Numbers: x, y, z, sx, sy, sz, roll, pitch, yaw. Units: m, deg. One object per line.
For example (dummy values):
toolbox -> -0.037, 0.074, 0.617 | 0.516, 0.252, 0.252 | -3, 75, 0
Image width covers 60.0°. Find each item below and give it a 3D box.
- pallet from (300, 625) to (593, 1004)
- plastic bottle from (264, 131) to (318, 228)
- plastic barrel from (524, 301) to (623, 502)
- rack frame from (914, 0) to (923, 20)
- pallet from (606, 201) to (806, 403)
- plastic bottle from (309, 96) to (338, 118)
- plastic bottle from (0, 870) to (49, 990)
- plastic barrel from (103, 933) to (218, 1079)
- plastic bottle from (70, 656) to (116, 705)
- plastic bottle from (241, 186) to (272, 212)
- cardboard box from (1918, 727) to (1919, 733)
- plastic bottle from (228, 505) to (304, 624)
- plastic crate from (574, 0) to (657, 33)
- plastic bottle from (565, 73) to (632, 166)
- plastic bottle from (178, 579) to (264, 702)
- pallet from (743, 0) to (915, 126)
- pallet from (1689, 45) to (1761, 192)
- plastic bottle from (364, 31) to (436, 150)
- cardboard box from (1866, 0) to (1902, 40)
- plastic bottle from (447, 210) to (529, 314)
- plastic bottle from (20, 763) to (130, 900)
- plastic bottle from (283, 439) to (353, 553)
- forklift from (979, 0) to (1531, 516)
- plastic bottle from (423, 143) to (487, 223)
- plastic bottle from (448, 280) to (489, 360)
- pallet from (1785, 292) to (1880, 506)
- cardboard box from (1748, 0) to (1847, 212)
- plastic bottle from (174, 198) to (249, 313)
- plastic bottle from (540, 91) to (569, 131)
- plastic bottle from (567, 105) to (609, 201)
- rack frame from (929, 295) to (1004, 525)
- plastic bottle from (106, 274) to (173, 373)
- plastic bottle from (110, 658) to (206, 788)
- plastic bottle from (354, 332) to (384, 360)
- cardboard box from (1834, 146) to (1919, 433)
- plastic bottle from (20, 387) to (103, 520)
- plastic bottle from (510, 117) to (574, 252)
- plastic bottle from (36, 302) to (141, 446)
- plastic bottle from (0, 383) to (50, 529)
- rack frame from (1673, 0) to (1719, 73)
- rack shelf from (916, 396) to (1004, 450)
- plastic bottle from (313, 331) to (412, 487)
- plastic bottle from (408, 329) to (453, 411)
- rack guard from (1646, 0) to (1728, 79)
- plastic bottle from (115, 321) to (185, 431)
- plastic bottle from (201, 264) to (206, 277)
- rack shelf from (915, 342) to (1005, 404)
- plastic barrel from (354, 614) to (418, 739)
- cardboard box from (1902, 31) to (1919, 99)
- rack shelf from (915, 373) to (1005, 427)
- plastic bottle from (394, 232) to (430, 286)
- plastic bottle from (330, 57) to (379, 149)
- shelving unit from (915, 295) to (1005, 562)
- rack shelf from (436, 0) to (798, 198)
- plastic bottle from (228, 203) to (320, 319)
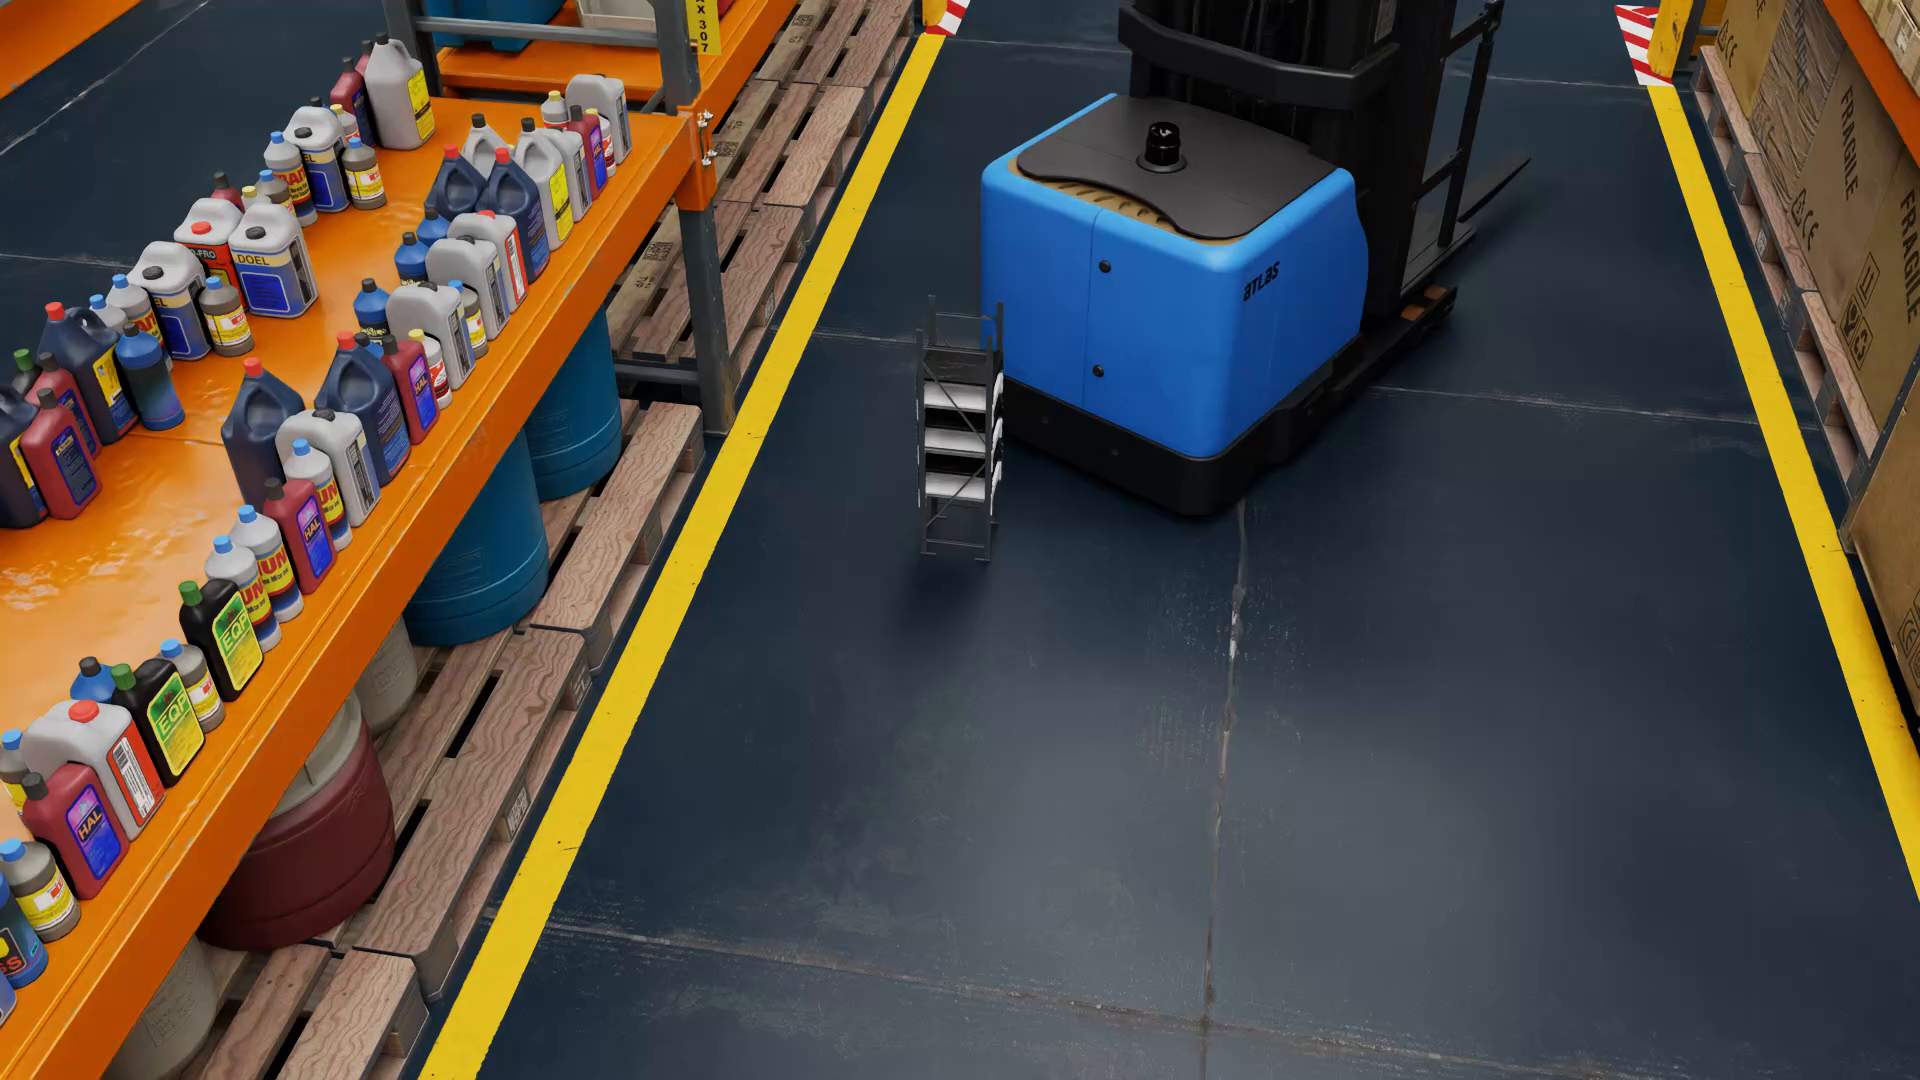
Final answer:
pallet -> -1.734, 0.691, 4.749 | 1.003, 0.211, 1.213 | 6, 40, 8
plastic bottle -> -1.917, -1.034, 4.748 | 0.097, 0.271, 0.097 | 0, 40, 0
plastic barrel -> -1.462, -0.645, 5.493 | 0.600, 0.901, 0.708 | 6, 40, 8
rack frame -> -0.659, -4.142, 8.406 | 1.000, 3.000, 0.127 | 6, 40, 8
pallet -> -1.262, -1.023, 6.821 | 1.003, 0.211, 1.213 | 6, 40, 8
plastic bottle -> -1.877, -1.180, 4.924 | 0.097, 0.271, 0.097 | 0, 40, 0
plastic bottle -> -1.603, 0.623, 2.744 | 0.097, 0.271, 0.097 | 0, 40, 0
plastic barrel -> -1.966, 1.003, 3.806 | 0.421, 0.512, 0.421 | 0, 40, 0
plastic bottle -> -1.583, 0.326, 3.103 | 0.097, 0.271, 0.097 | 0, 40, 0
plastic bottle -> -1.950, -0.885, 4.622 | 0.097, 0.201, 0.097 | 0, 40, 0
cardboard box -> 3.282, 0.536, 4.085 | 1.225, 0.875, 0.875 | 5, 40, 6
plastic bottle -> -1.443, 0.043, 3.445 | 0.097, 0.271, 0.097 | 0, 40, 0
plastic crate -> -1.130, -1.829, 5.768 | 0.396, 0.136, 0.243 | 6, 40, 8
plastic bottle -> -1.101, -1.301, 5.067 | 0.152, 0.276, 0.135 | 6, 40, 8
plastic bottle -> -1.462, 0.174, 3.278 | 0.061, 0.283, 0.133 | 6, 40, 8
pallet -> -0.840, -2.554, 8.673 | 1.003, 0.211, 1.213 | 6, 40, 8
pallet -> 4.158, -2.011, 8.016 | 1.003, 0.211, 1.213 | 6, 40, 8
plastic bottle -> -1.738, -1.402, 5.130 | 0.144, 0.351, 0.185 | 6, 40, 8
cardboard box -> 3.435, -1.862, 5.845 | 0.380, 0.149, 0.250 | 7, 40, 9
plastic bottle -> -1.251, -0.755, 4.406 | 0.152, 0.276, 0.135 | 6, 40, 8
plastic bottle -> -1.548, 0.487, 2.899 | 0.061, 0.283, 0.133 | 6, 40, 8
plastic bottle -> -1.403, -0.102, 3.620 | 0.097, 0.271, 0.097 | 0, 40, 0
forklift -> 1.372, -2.090, 5.977 | 1.130, 2.935, 3.031 | 27, 47, 29
plastic bottle -> -1.362, -0.900, 4.523 | 0.144, 0.351, 0.185 | 6, 40, 8
plastic bottle -> -1.268, -0.566, 4.236 | 0.097, 0.201, 0.097 | 0, 40, 0
pallet -> 3.736, -0.479, 6.164 | 1.003, 0.211, 1.213 | 6, 40, 8
cardboard box -> 4.030, -1.957, 7.101 | 0.875, 0.875, 0.875 | 6, 40, 8
plastic bottle -> -1.967, -0.754, 4.405 | 0.152, 0.276, 0.135 | 6, 40, 8
plastic bottle -> -1.227, -1.274, 5.093 | 0.097, 0.201, 0.097 | 0, 40, 0
plastic bottle -> -1.096, -1.153, 4.883 | 0.061, 0.283, 0.133 | 6, 40, 8
rack frame -> 0.019, -0.416, 5.547 | 0.240, 0.900, 0.006 | 6, 40, 8
plastic bottle -> -2.054, -0.537, 4.147 | 0.097, 0.271, 0.097 | 0, 40, 0
plastic bottle -> -1.502, 0.318, 3.102 | 0.061, 0.283, 0.133 | 6, 40, 8
plastic bottle -> -1.391, -0.370, 3.945 | 0.097, 0.271, 0.097 | 0, 40, 0
cardboard box -> 3.720, -0.834, 5.742 | 0.875, 0.875, 0.875 | 6, 40, 8
plastic bottle -> -2.022, -0.195, 3.723 | 0.061, 0.283, 0.133 | 6, 40, 8
plastic bottle -> -1.188, -1.000, 4.644 | 0.144, 0.351, 0.185 | 6, 40, 8
plastic bottle -> -2.072, -0.415, 3.937 | 0.144, 0.351, 0.185 | 6, 40, 8
plastic bottle -> -2.127, -0.216, 3.696 | 0.144, 0.351, 0.185 | 6, 40, 8
rack frame -> 4.219, -3.596, 7.745 | 1.000, 3.000, 0.127 | 6, 40, 8
rack shelf -> 0.001, -0.396, 5.433 | 0.258, 0.077, 0.200 | 6, 40, 8
plastic bottle -> -1.378, -0.308, 3.808 | 0.144, 0.351, 0.185 | 6, 40, 8
plastic bottle -> -1.308, -0.420, 4.060 | 0.097, 0.201, 0.097 | 0, 40, 0
rack guard -> 4.224, -2.647, 8.560 | 1.175, 0.500, 0.348 | 6, 40, 8
plastic bottle -> -1.945, -0.399, 3.980 | 0.097, 0.271, 0.097 | 0, 40, 0
plastic bottle -> -2.014, -0.656, 4.345 | 0.097, 0.201, 0.097 | 0, 40, 0
rack shelf -> 0.001, -0.534, 5.319 | 0.258, 0.077, 0.200 | 6, 40, 8
plastic barrel -> -1.770, 0.294, 4.663 | 0.421, 0.512, 0.421 | 0, 40, 0
cardboard box -> 3.346, -1.539, 5.454 | 0.380, 0.149, 0.250 | 6, 40, 7
rack shelf -> 0.001, -0.465, 5.376 | 0.258, 0.077, 0.200 | 6, 40, 8
plastic bottle -> -1.401, -0.671, 4.308 | 0.097, 0.271, 0.097 | 0, 40, 0
plastic bottle -> -1.858, -1.320, 5.084 | 0.061, 0.283, 0.133 | 6, 40, 8
shelving unit -> 0.001, -0.352, 5.469 | 0.258, 0.900, 0.210 | 6, 40, 8
rack shelf -> -1.005, -2.609, 7.117 | 1.077, 0.370, 4.000 | 6, 40, 8
plastic bottle -> -1.817, -0.737, 4.385 | 0.152, 0.276, 0.135 | 6, 40, 8
